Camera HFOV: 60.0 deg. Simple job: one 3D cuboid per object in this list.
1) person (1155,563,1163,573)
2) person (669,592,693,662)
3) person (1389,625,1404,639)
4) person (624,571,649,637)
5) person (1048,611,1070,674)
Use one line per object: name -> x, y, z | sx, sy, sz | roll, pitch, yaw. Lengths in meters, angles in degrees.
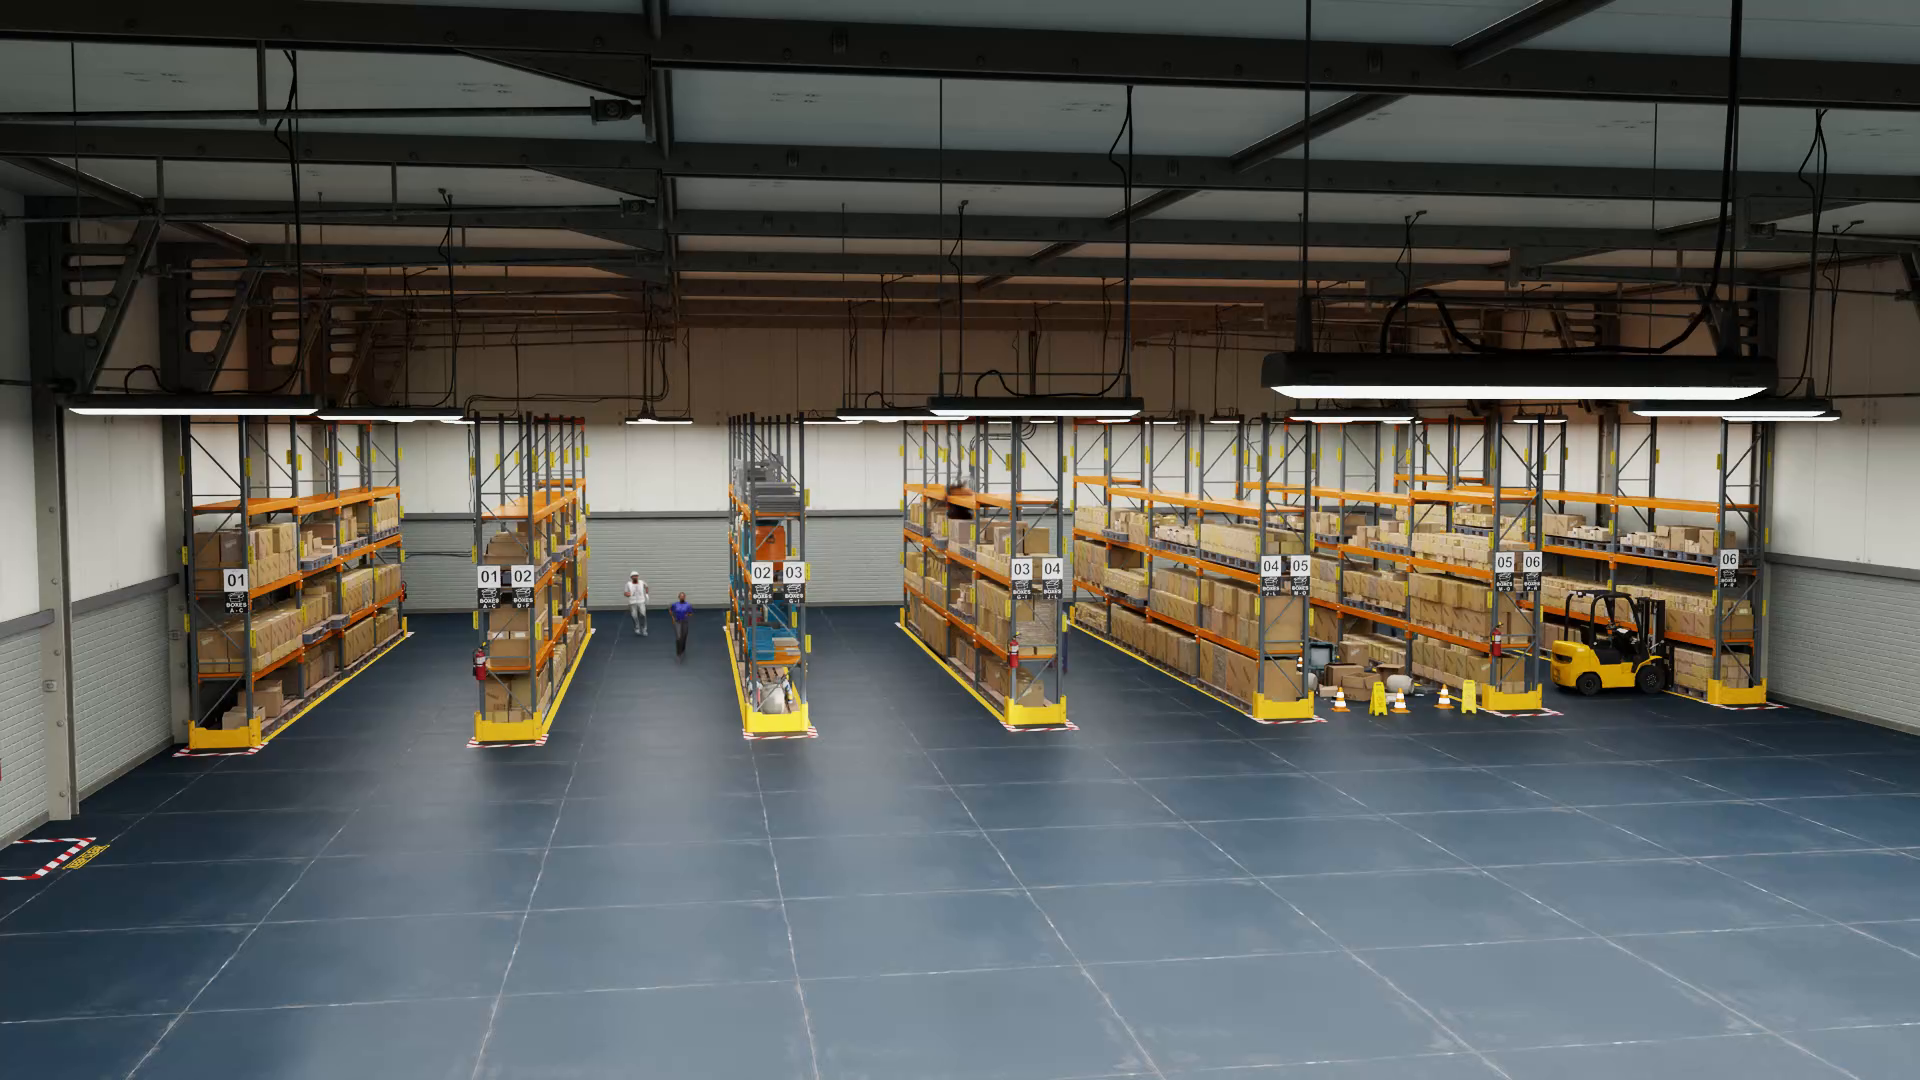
person -> 5.743, 1.594, 47.772 | 0.701, 1.826, 0.914 | -2, 4, -21
person -> -6.821, 2.133, 40.792 | 0.558, 1.721, 0.758 | -1, 4, -17
person -> 11.706, 1.921, 44.690 | 0.543, 1.559, 0.544 | -2, 4, -22
person -> -8.841, 1.746, 45.471 | 0.661, 1.792, 0.684 | -1, 4, -12
person -> 2.310, 2.249, 38.767 | 0.607, 1.632, 0.922 | -1, 4, -14
